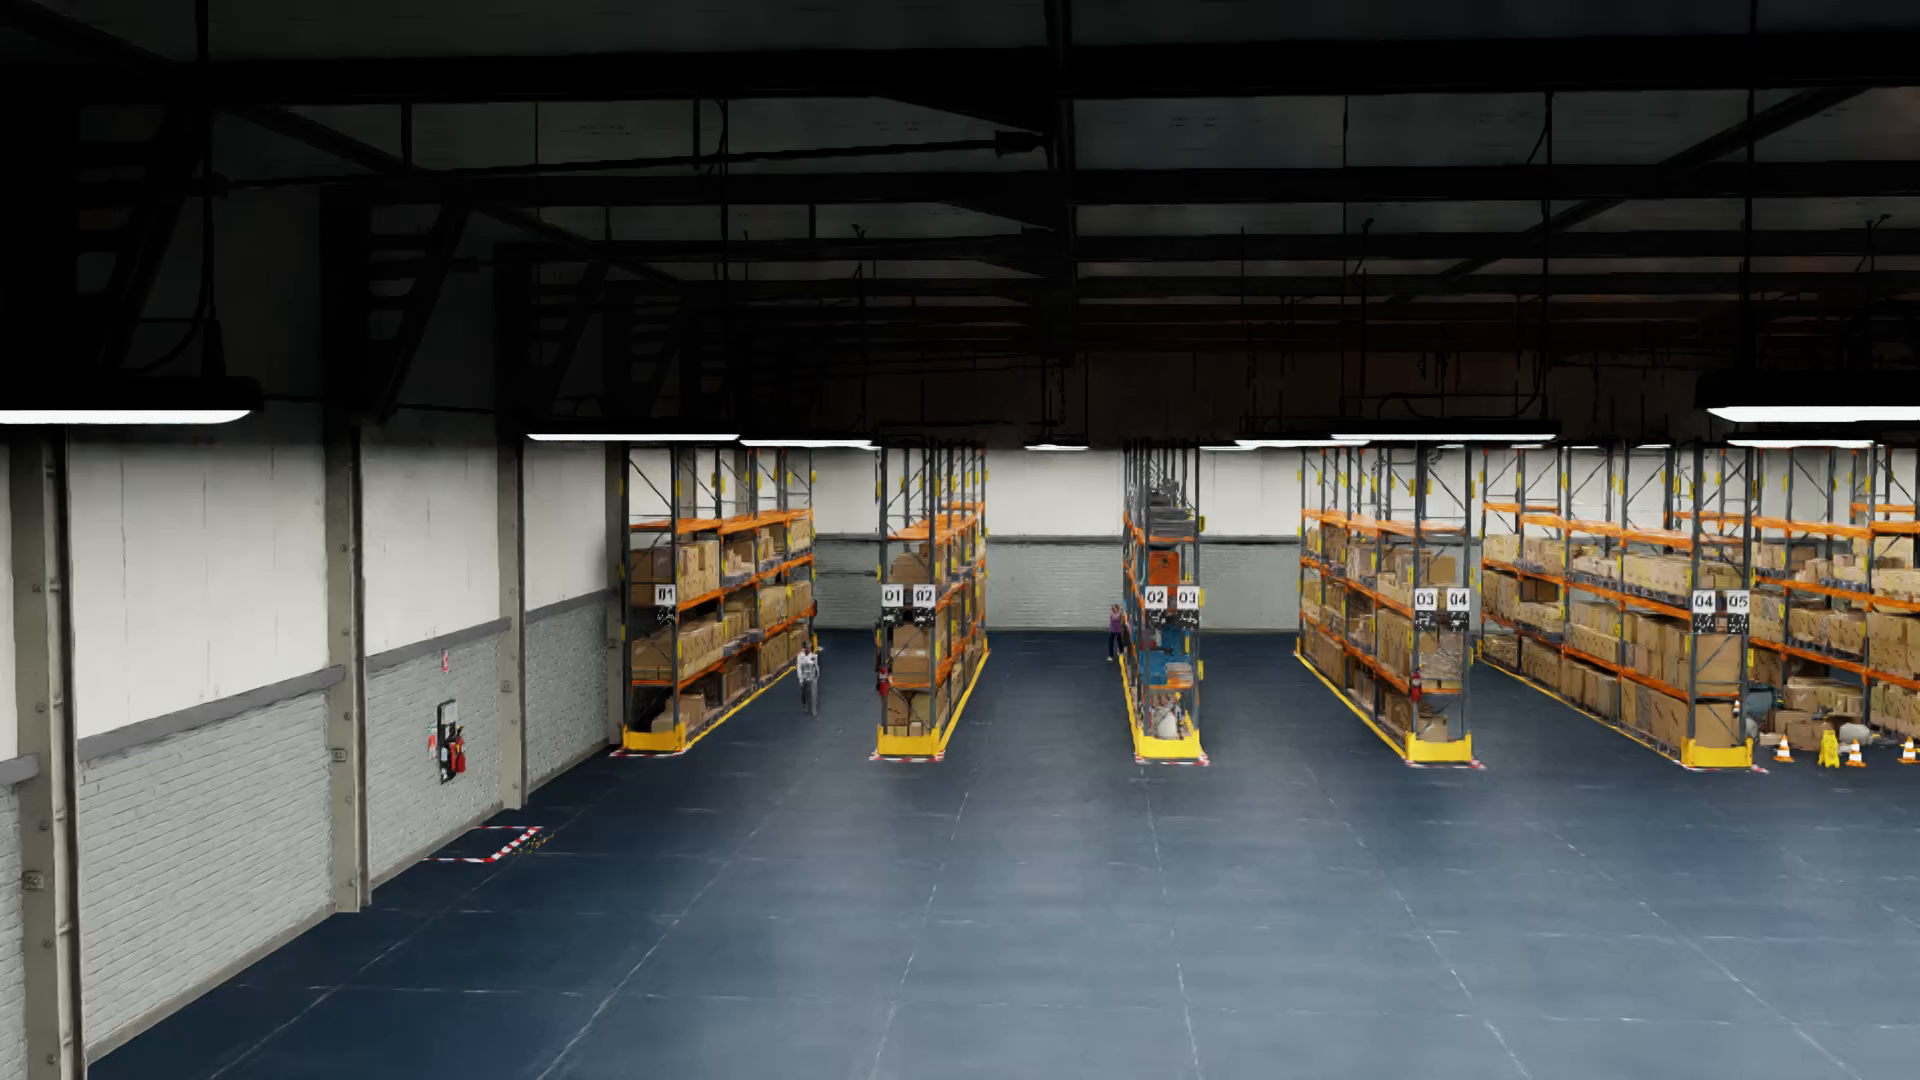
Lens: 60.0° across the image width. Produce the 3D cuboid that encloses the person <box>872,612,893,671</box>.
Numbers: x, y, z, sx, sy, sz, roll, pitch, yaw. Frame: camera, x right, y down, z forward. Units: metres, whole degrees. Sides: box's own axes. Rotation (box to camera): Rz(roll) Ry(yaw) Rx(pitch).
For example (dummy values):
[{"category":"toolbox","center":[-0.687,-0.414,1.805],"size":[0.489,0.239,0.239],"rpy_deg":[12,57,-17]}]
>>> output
[{"category":"person","center":[-1.945,2.584,43.190],"size":[0.677,1.674,0.534],"rpy_deg":[0,3,2]}]

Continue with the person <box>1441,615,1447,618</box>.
[{"category":"person","center":[14.592,2.217,49.705],"size":[0.618,1.726,0.960],"rpy_deg":[-1,3,-19]}]

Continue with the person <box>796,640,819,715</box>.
[{"category":"person","center":[-3.304,2.965,36.064],"size":[0.483,1.621,0.995],"rpy_deg":[0,3,-4]}]

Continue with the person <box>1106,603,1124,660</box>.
[{"category":"person","center":[4.305,2.506,45.640],"size":[0.440,1.527,0.851],"rpy_deg":[1,3,21]}]
